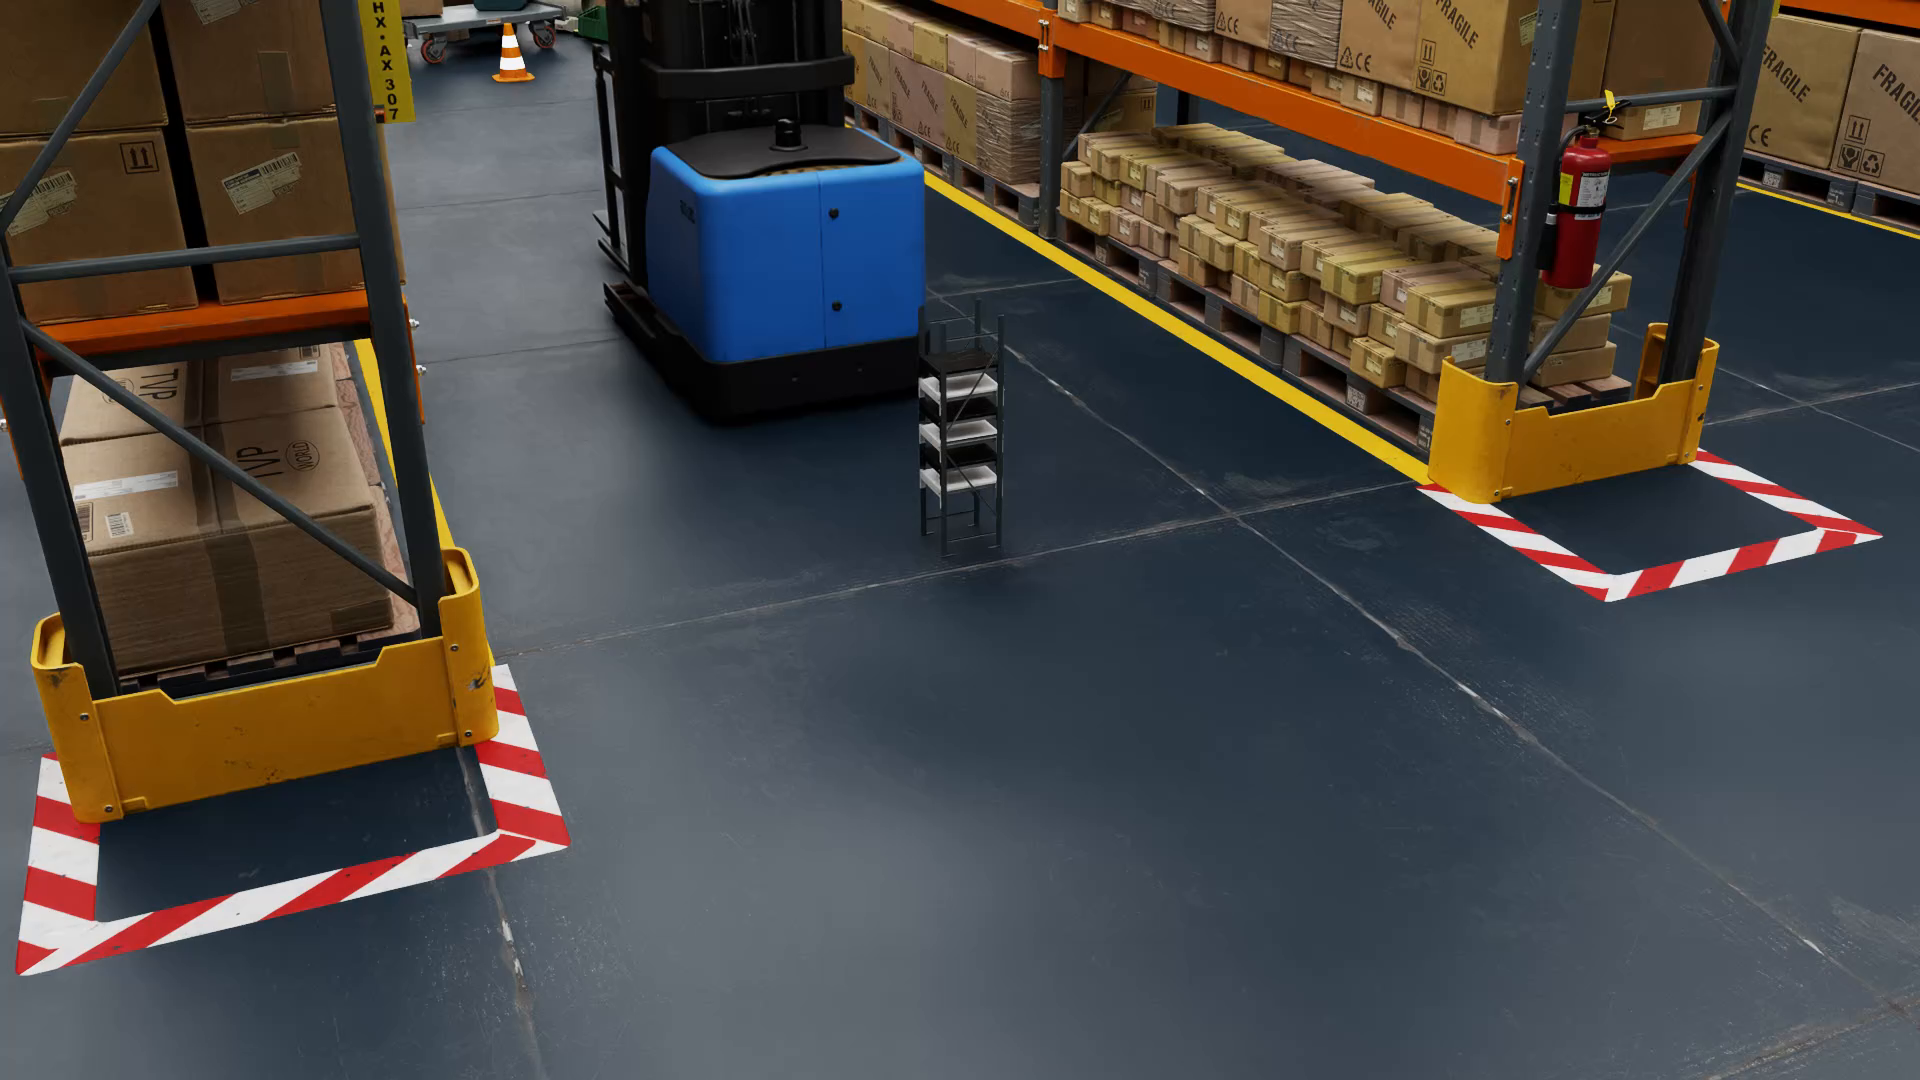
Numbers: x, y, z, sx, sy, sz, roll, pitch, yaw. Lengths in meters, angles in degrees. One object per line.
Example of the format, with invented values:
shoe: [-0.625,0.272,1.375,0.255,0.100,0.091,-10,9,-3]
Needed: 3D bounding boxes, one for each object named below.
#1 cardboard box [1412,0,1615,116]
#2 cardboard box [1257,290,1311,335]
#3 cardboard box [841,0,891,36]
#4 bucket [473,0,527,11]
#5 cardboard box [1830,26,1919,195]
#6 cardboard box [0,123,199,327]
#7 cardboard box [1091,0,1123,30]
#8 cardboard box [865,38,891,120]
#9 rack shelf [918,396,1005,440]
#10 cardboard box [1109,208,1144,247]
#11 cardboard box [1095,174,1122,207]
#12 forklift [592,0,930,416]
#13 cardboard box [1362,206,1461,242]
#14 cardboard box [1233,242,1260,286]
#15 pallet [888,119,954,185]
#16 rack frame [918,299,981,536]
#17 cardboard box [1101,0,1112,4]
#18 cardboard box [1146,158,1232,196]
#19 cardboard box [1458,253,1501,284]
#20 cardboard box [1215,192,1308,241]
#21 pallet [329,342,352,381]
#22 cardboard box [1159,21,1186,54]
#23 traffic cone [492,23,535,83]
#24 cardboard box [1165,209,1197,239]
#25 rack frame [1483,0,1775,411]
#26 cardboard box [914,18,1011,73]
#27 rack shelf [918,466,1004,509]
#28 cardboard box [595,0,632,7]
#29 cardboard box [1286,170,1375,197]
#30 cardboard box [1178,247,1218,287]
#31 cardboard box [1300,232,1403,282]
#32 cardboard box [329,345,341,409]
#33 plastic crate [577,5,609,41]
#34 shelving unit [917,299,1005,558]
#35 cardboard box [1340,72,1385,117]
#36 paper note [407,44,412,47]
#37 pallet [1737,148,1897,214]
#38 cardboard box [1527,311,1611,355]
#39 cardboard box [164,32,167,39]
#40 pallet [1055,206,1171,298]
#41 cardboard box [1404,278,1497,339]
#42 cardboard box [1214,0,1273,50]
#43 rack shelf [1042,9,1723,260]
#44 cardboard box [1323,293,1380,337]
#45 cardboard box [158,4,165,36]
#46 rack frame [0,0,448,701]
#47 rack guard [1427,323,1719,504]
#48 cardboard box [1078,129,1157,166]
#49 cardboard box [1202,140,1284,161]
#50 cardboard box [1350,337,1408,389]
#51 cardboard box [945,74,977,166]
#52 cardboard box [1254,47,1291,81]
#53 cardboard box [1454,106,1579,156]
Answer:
cardboard box: [2.106,-1.934,6.340,0.500,0.500,0.500,-10,28,-20]
cardboard box: [1.636,-1.100,7.855,0.380,0.149,0.250,-12,28,-23]
cardboard box: [-0.567,-3.930,12.397,0.500,0.250,0.500,-12,28,-23]
bucket: [-4.355,-5.334,15.754,0.726,0.611,0.620,-1,36,-3]
cardboard box: [6.093,-2.635,10.171,0.875,0.875,0.875,-11,28,-21]
cardboard box: [-2.429,-0.921,4.604,0.500,0.500,0.500,-10,28,-20]
cardboard box: [0.932,-2.858,8.971,0.380,0.149,0.250,-10,28,-19]
cardboard box: [-0.372,-3.382,12.128,0.500,0.500,0.500,-10,28,-20]
rack shelf: [0.003,-0.452,6.021,0.258,0.077,0.200,-11,28,-21]
cardboard box: [1.049,-1.740,9.165,0.380,0.149,0.250,-11,28,-21]
cardboard box: [0.982,-1.986,9.331,0.380,0.149,0.250,-10,28,-20]
forklift: [-1.198,-2.474,7.977,1.130,2.935,3.031,-11,28,-21]
cardboard box: [2.154,-1.477,7.949,0.380,0.149,0.250,-9,28,-19]
cardboard box: [1.547,-1.347,8.021,0.380,0.149,0.250,-9,27,-18]
pallet: [0.165,-2.787,11.718,1.003,0.211,1.213,-11,28,-21]
rack frame: [-0.037,-0.442,6.130,0.240,0.900,0.006,-11,28,-21]
cardboard box: [0.915,-3.169,8.868,0.500,0.500,0.500,-11,28,-22]
cardboard box: [1.218,-1.917,8.850,0.380,0.149,0.250,-11,28,-22]
cardboard box: [2.408,-1.154,7.287,0.380,0.149,0.250,-10,28,-20]
cardboard box: [1.485,-1.598,8.197,0.380,0.149,0.250,-10,28,-20]
pallet: [-3.337,-0.768,7.583,1.003,0.211,1.213,-11,28,-21]
cardboard box: [1.224,-2.536,8.311,0.380,0.149,0.250,-10,28,-20]
traffic cone: [-3.888,-4.226,14.378,0.336,0.463,0.334,-11,28,-21]
cardboard box: [1.299,-1.670,8.683,0.380,0.149,0.250,-9,28,-18]
rack frame: [2.519,-1.618,6.146,1.000,3.000,0.127,-11,28,-21]
cardboard box: [0.019,-3.314,11.134,0.500,0.250,0.500,-12,28,-23]
rack shelf: [0.003,-0.209,6.139,0.258,0.077,0.200,-11,28,-21]
cardboard box: [-3.733,-5.791,17.538,0.500,0.500,0.500,-6,27,-12]
cardboard box: [1.910,-1.795,8.601,0.380,0.149,0.250,-12,28,-22]
cardboard box: [1.345,-1.422,8.514,0.380,0.149,0.250,-11,28,-22]
cardboard box: [1.771,-1.273,7.531,0.380,0.149,0.250,-12,28,-23]
cardboard box: [-3.064,-0.746,6.801,0.875,0.438,0.875,-11,28,-22]
plastic crate: [-3.454,-5.070,16.355,0.450,0.188,0.662,12,27,2]
shelving unit: [0.003,-0.401,6.046,0.258,0.900,0.210,-11,28,-21]
cardboard box: [1.835,-1.893,6.995,0.380,0.149,0.250,-10,28,-19]
paper note: [-5.333,-4.744,15.932,0.148,0.019,0.142,-11,28,-21]
pallet: [5.782,-2.471,11.071,1.003,0.211,1.213,-11,28,-21]
cardboard box: [2.550,-0.915,7.137,0.380,0.149,0.250,-9,28,-18]
cardboard box: [-3.036,-1.539,5.869,0.500,0.500,0.500,-10,28,-19]
pallet: [1.248,-1.715,9.522,1.003,0.211,1.213,-11,28,-21]
cardboard box: [2.078,-0.964,6.897,0.380,0.149,0.250,-10,28,-20]
cardboard box: [1.516,-2.549,7.599,0.500,0.500,0.500,-9,27,-18]
rack shelf: [1.736,-2.103,7.957,1.077,0.370,4.000,-11,28,-21]
cardboard box: [1.844,-1.033,7.379,0.380,0.149,0.250,-12,28,-23]
cardboard box: [-3.022,-1.985,5.642,0.500,0.500,0.500,-11,28,-21]
rack frame: [-1.996,-0.727,4.320,1.000,3.000,0.127,-11,28,-21]
rack guard: [2.489,-0.526,6.757,1.175,0.500,0.348,-11,28,-21]
cardboard box: [0.897,-2.233,9.498,0.380,0.149,0.250,-9,28,-19]
cardboard box: [1.572,-2.114,9.253,0.380,0.149,0.250,-11,28,-21]
cardboard box: [1.927,-0.789,7.218,0.380,0.149,0.250,-10,28,-19]
cardboard box: [0.230,-2.761,10.857,0.500,0.500,0.500,-11,28,-22]
cardboard box: [1.589,-2.228,7.681,0.380,0.149,0.250,-10,28,-20]
cardboard box: [2.131,-1.589,6.371,0.380,0.149,0.250,-11,28,-21]
